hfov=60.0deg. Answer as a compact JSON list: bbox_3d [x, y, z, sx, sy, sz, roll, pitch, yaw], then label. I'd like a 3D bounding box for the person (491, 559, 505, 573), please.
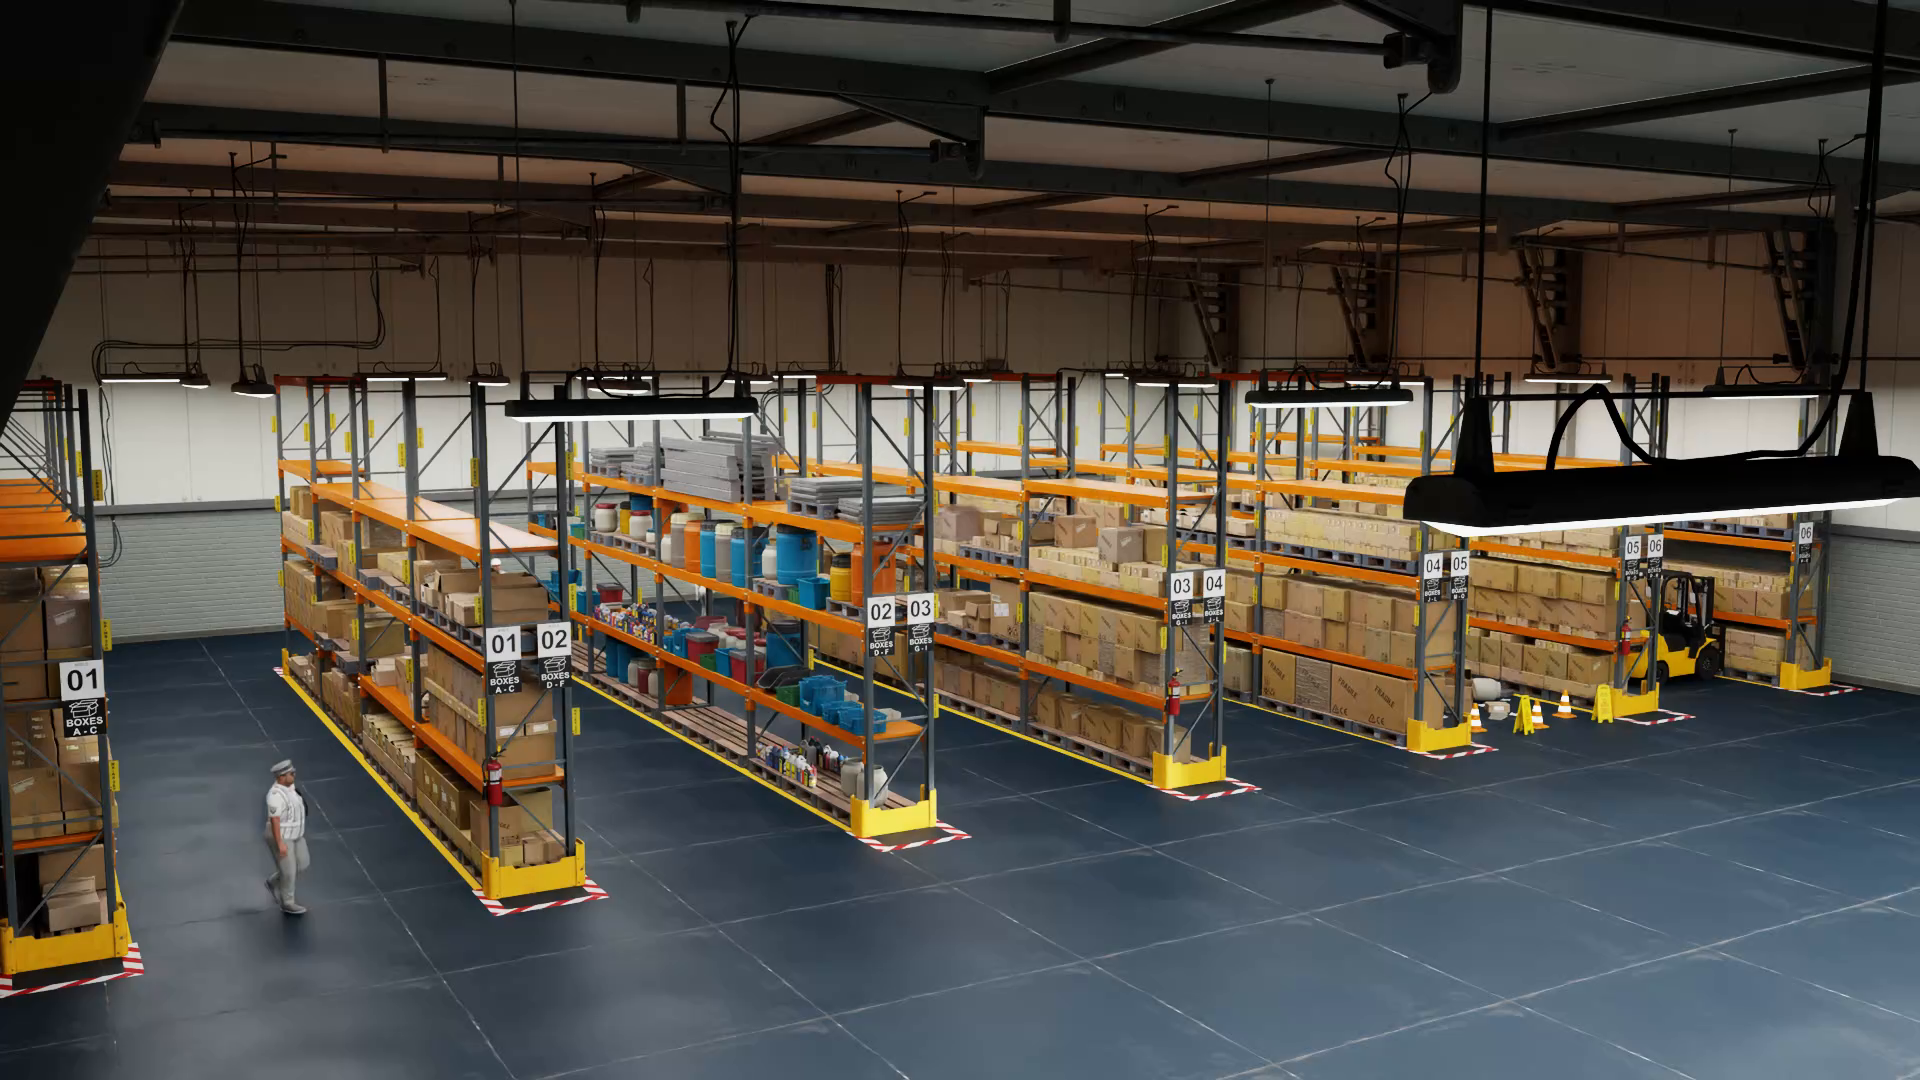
[{"bbox_3d":[-10.662,1.278,38.259,0.528,1.726,1.064,0,6,-3],"label":"person"}]

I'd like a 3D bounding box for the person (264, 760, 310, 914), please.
[{"bbox_3d":[-7.746,3.365,18.969,0.637,1.754,0.531,1,6,13],"label":"person"}]

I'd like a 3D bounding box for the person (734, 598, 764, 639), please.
[{"bbox_3d":[-4.451,1.614,35.099,0.633,1.778,0.584,0,6,-4],"label":"person"}]

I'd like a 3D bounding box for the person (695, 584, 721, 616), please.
[{"bbox_3d":[-5.934,1.267,38.761,0.592,1.652,0.688,4,7,33],"label":"person"}]
